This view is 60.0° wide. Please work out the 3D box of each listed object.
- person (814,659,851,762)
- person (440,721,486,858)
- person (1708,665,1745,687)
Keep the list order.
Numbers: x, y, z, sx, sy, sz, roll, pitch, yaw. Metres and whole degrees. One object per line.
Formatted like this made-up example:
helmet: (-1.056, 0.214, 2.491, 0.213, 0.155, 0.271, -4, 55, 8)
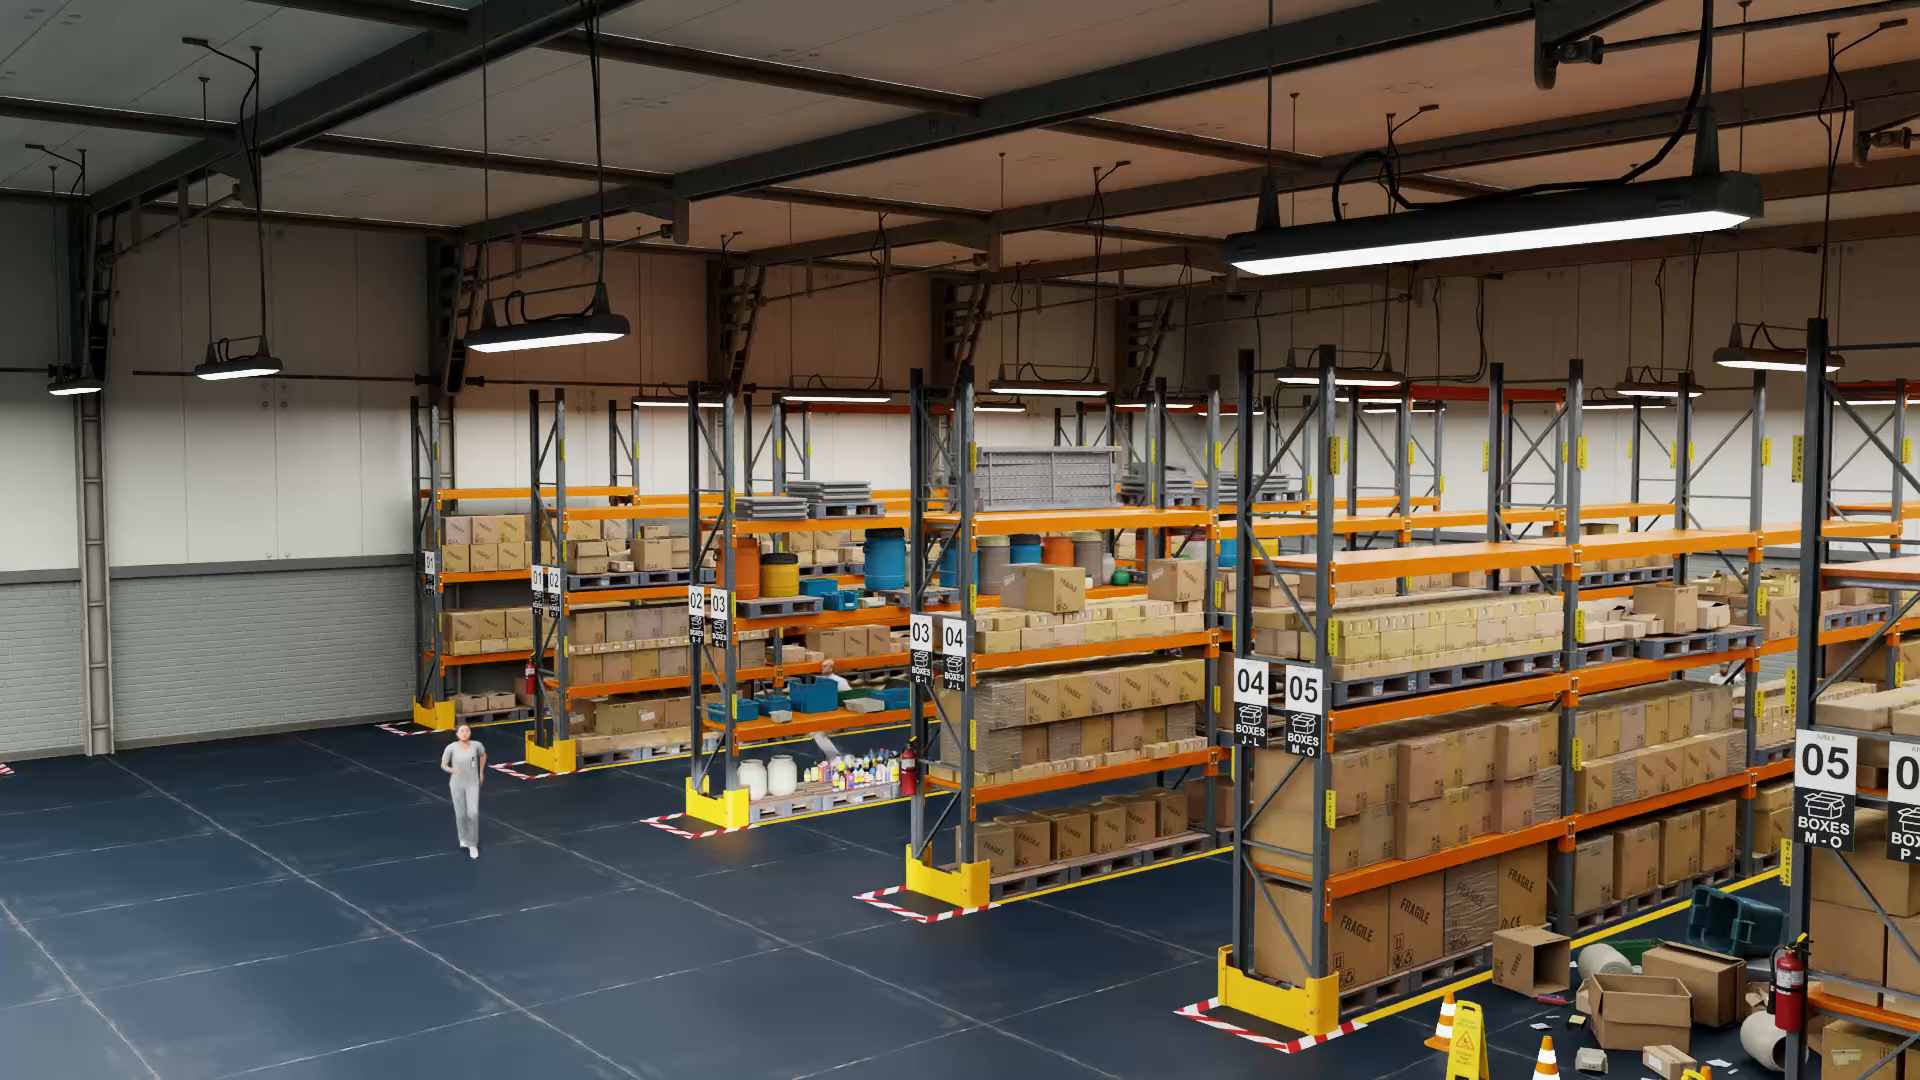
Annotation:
person: (-14.415, 3.221, 18.072, 29.738, 1.770, 6.047, -3, 4, -39)
person: (-6.202, 3.119, 20.798, 0.556, 1.716, 0.723, -1, 4, -17)
person: (12.406, 2.771, 26.935, 0.591, 1.667, 0.895, 3, 5, 42)
